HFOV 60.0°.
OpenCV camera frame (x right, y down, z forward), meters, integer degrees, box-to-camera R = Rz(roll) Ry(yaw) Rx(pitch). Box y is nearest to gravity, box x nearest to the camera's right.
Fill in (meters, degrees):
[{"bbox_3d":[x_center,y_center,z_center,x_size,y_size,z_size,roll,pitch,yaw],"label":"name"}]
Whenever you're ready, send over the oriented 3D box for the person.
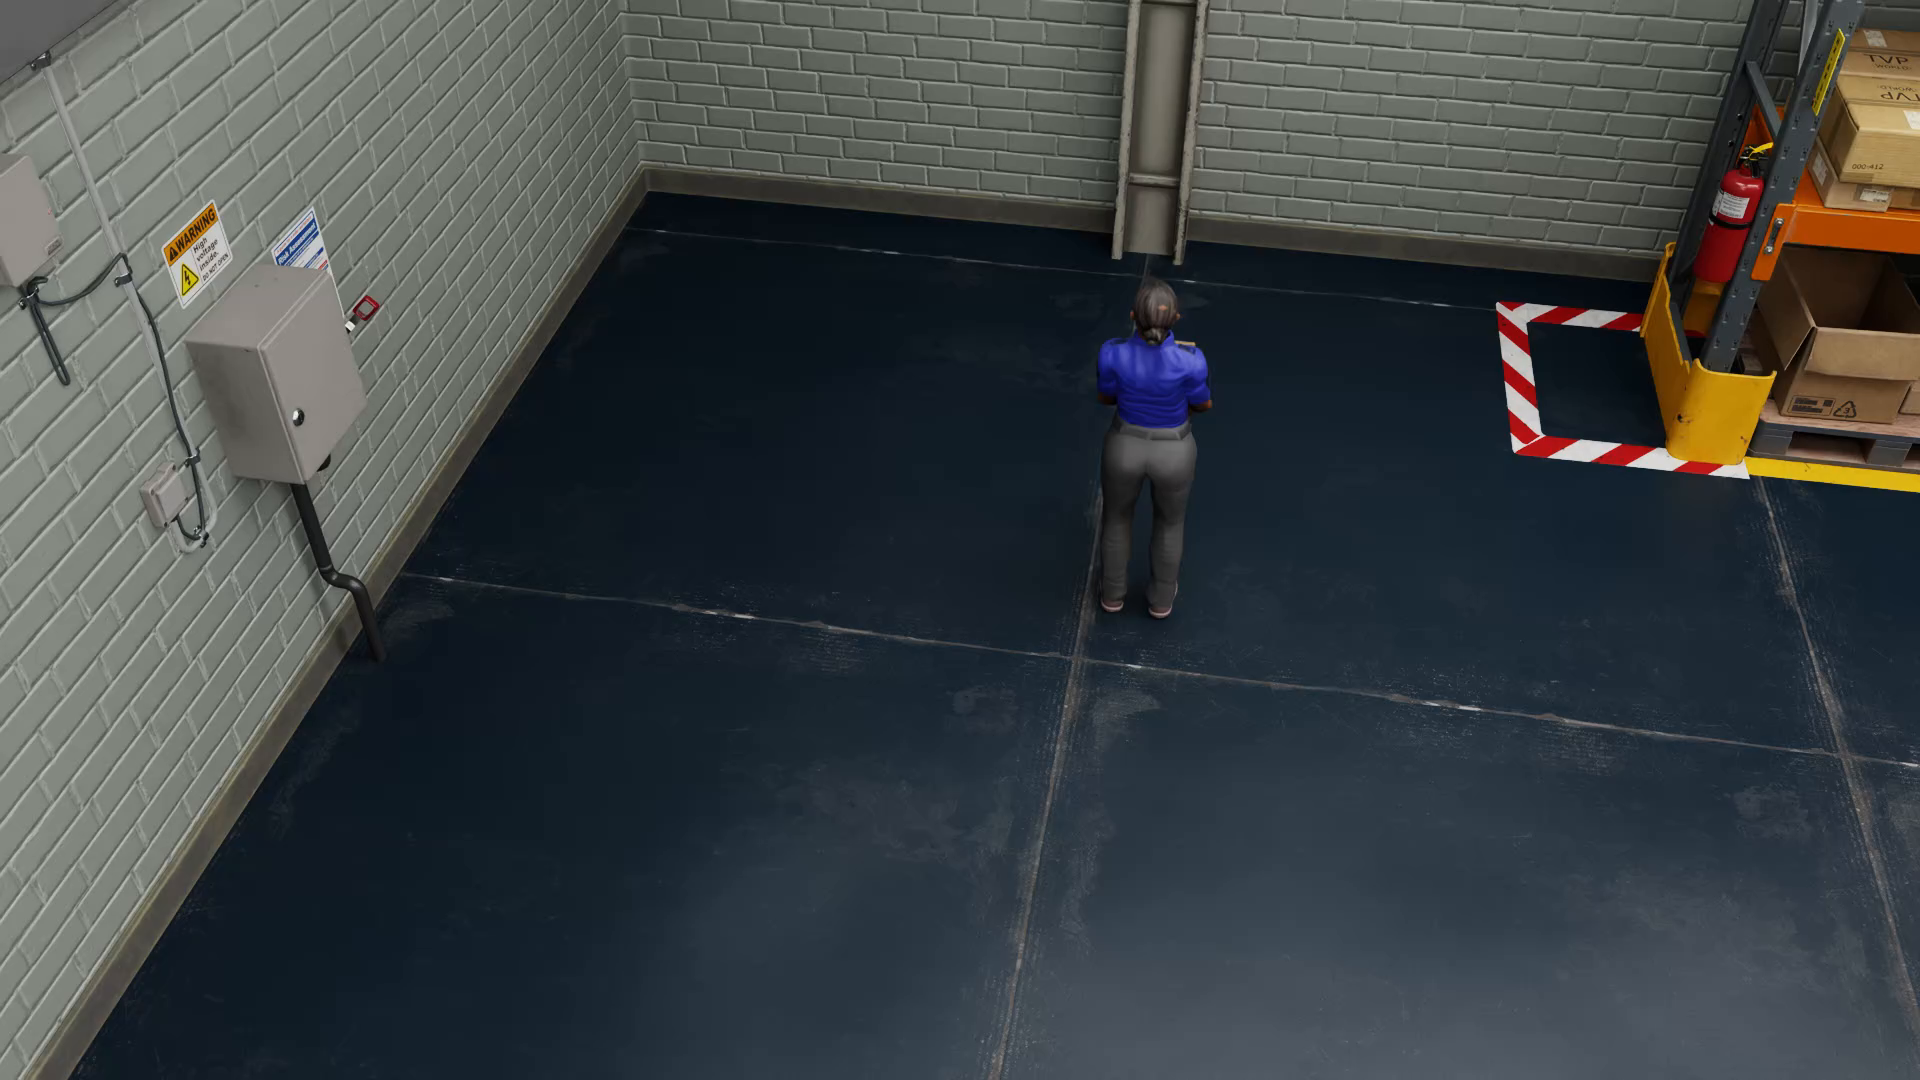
[{"bbox_3d":[0.755,-0.382,6.612,0.450,1.647,0.518,7,41,8],"label":"person"}]
